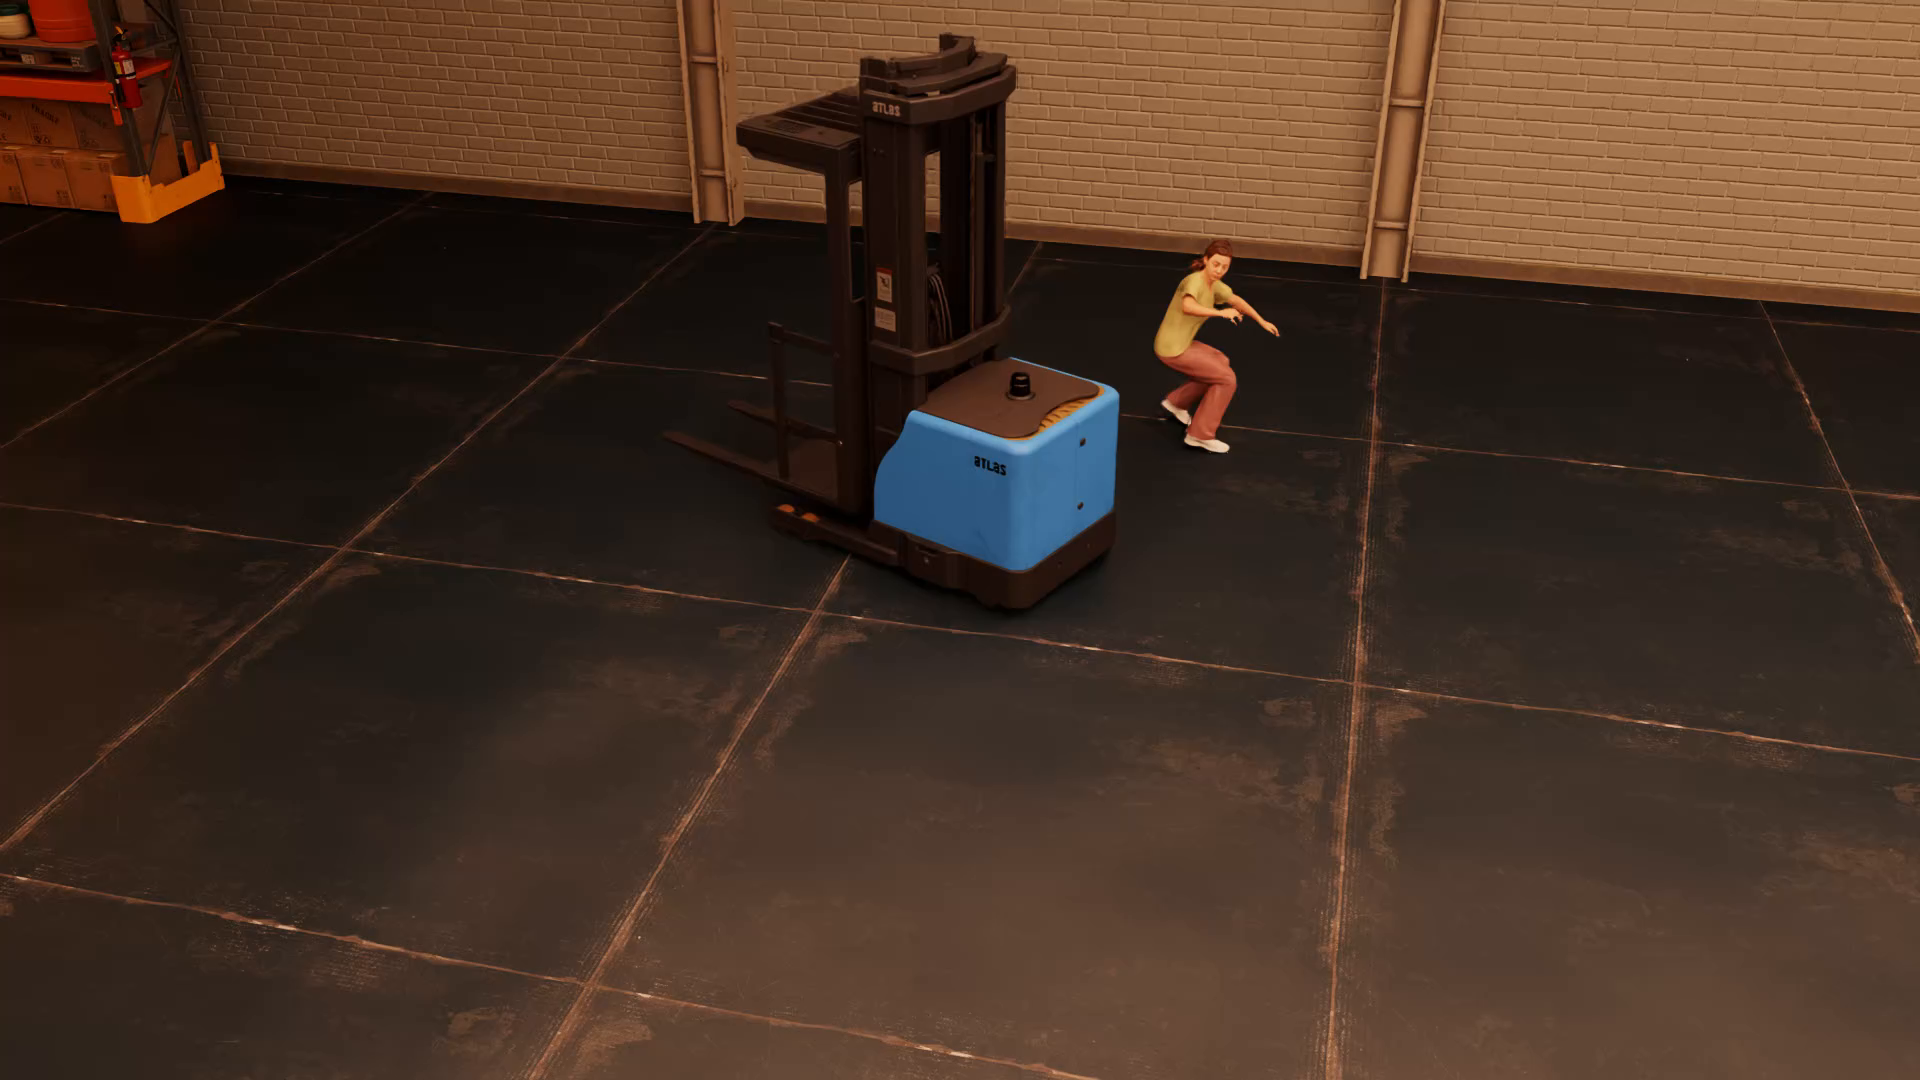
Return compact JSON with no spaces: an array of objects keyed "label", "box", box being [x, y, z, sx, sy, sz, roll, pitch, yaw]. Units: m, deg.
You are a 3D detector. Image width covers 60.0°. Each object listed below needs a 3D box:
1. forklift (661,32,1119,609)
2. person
[{"label":"forklift","box":[-0.557,-1.458,9.743,3.031,2.935,1.130,20,35,31]},{"label":"person","box":[1.702,-1.287,11.016,0.830,1.398,0.708,4,30,7]}]
